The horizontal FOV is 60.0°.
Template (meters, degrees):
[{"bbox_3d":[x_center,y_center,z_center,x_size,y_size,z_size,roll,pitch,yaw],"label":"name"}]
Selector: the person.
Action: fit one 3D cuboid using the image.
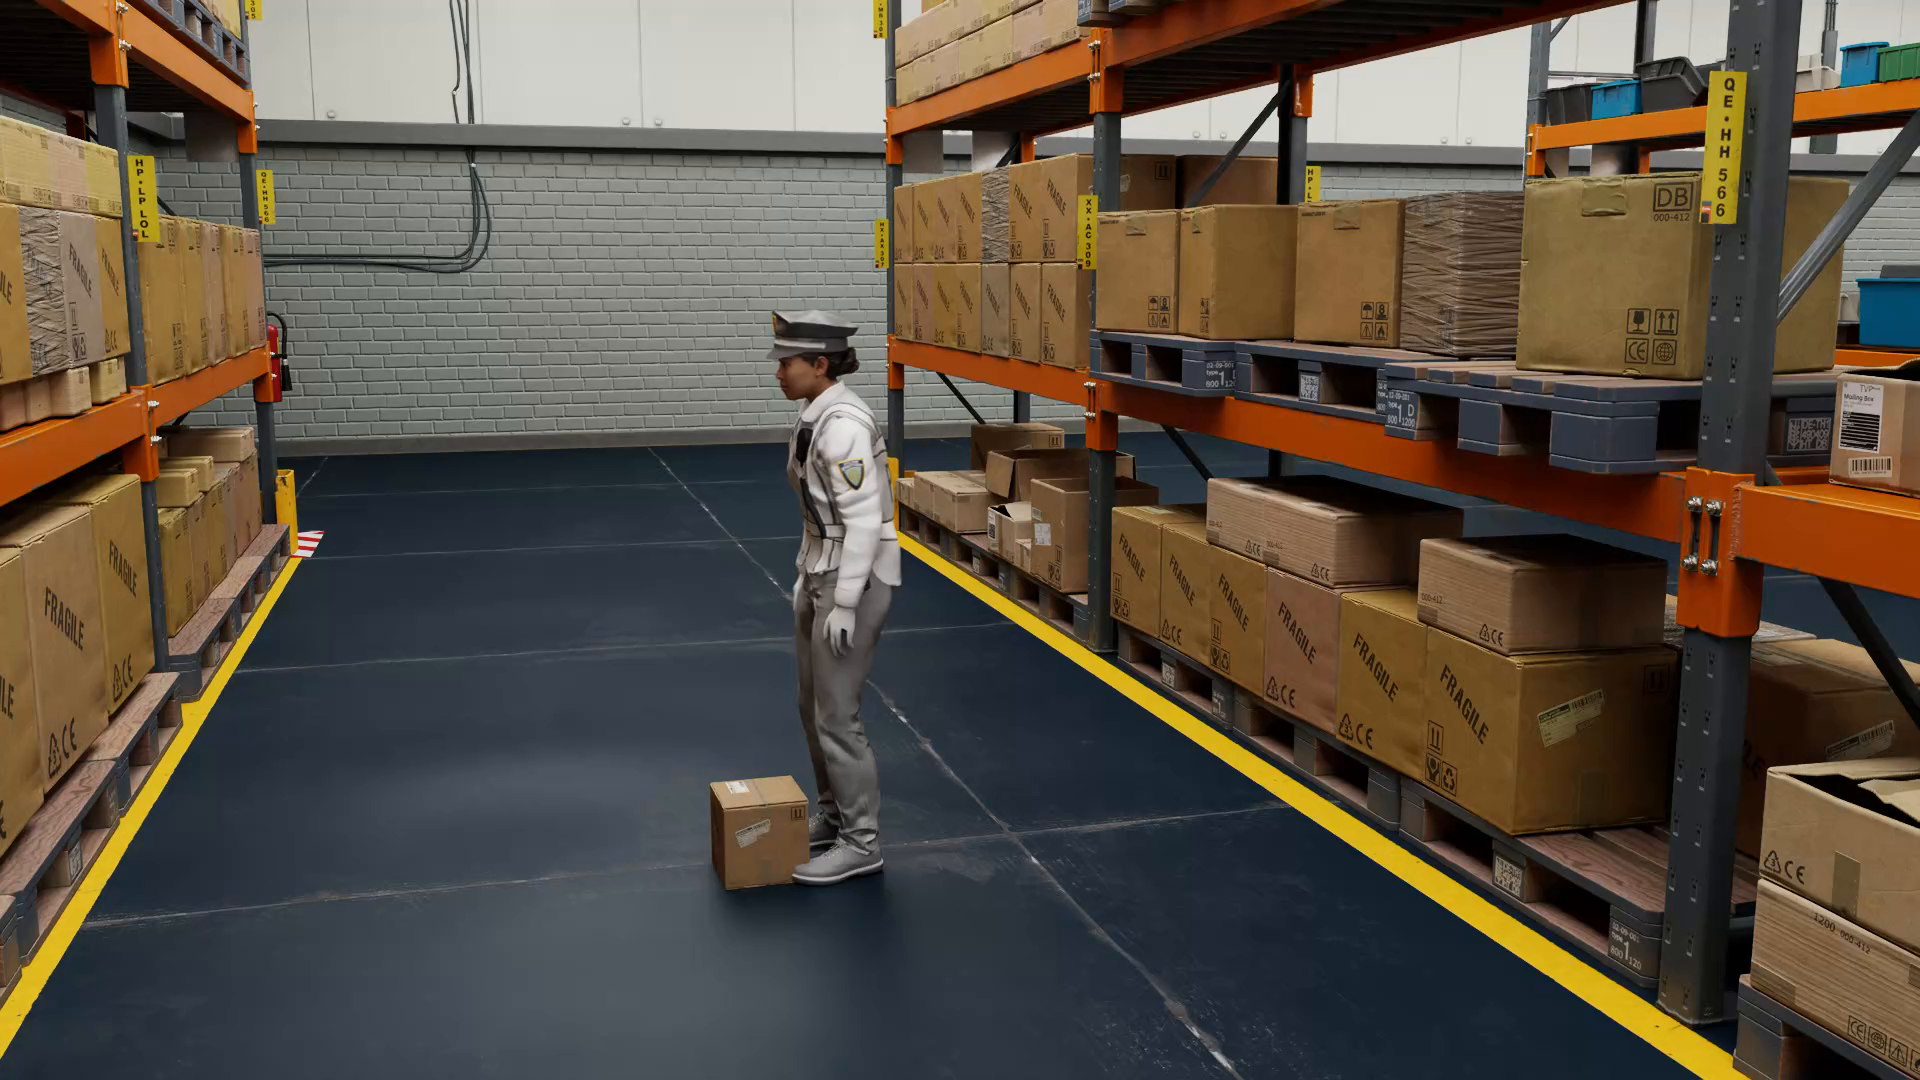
[{"bbox_3d":[-0.373,0.160,4.902,0.378,1.663,0.537,-3,10,-17],"label":"person"}]
